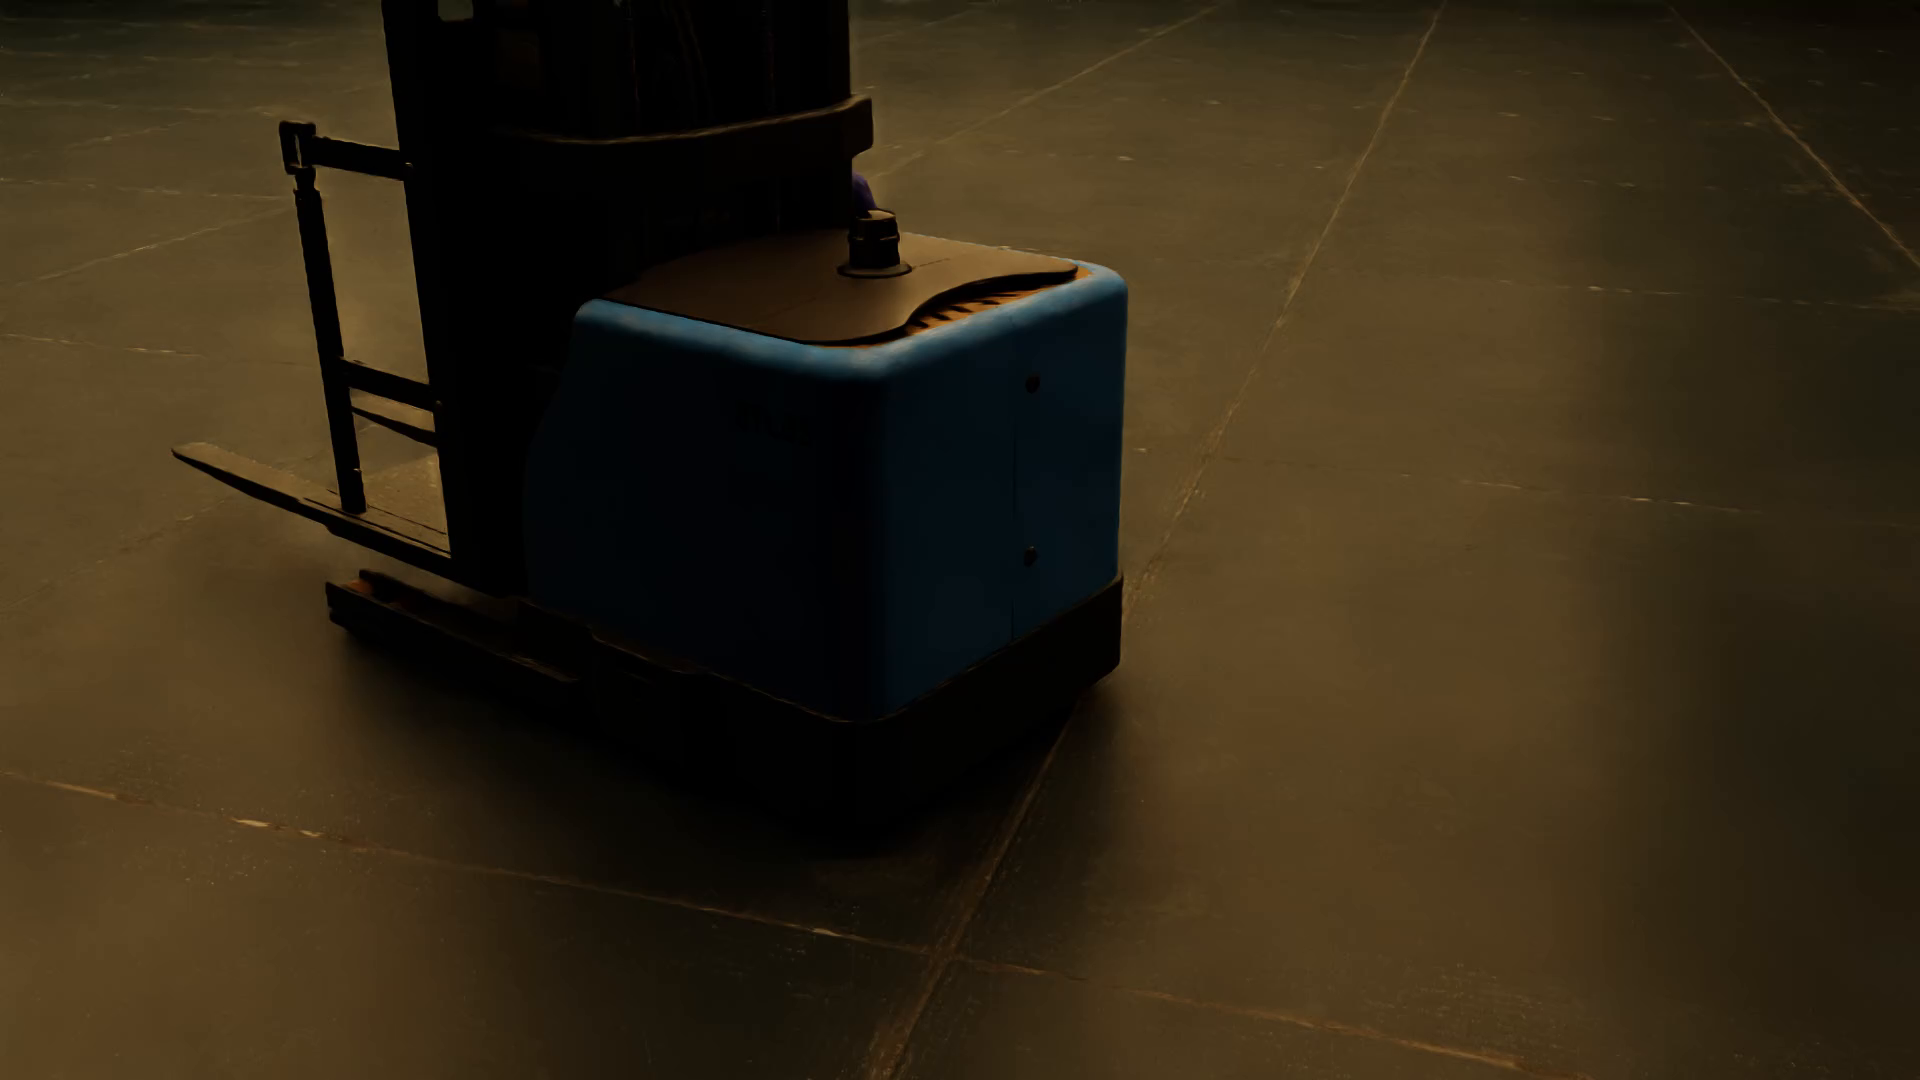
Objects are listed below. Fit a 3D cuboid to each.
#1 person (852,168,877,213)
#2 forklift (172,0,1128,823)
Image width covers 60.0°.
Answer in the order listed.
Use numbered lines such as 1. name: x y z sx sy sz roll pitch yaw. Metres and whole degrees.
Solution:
1. person: -0.495 -0.625 4.965 0.973 1.288 1.144 -1 22 -2
2. forklift: -1.076 -1.186 4.154 3.031 2.935 1.130 16 27 34
